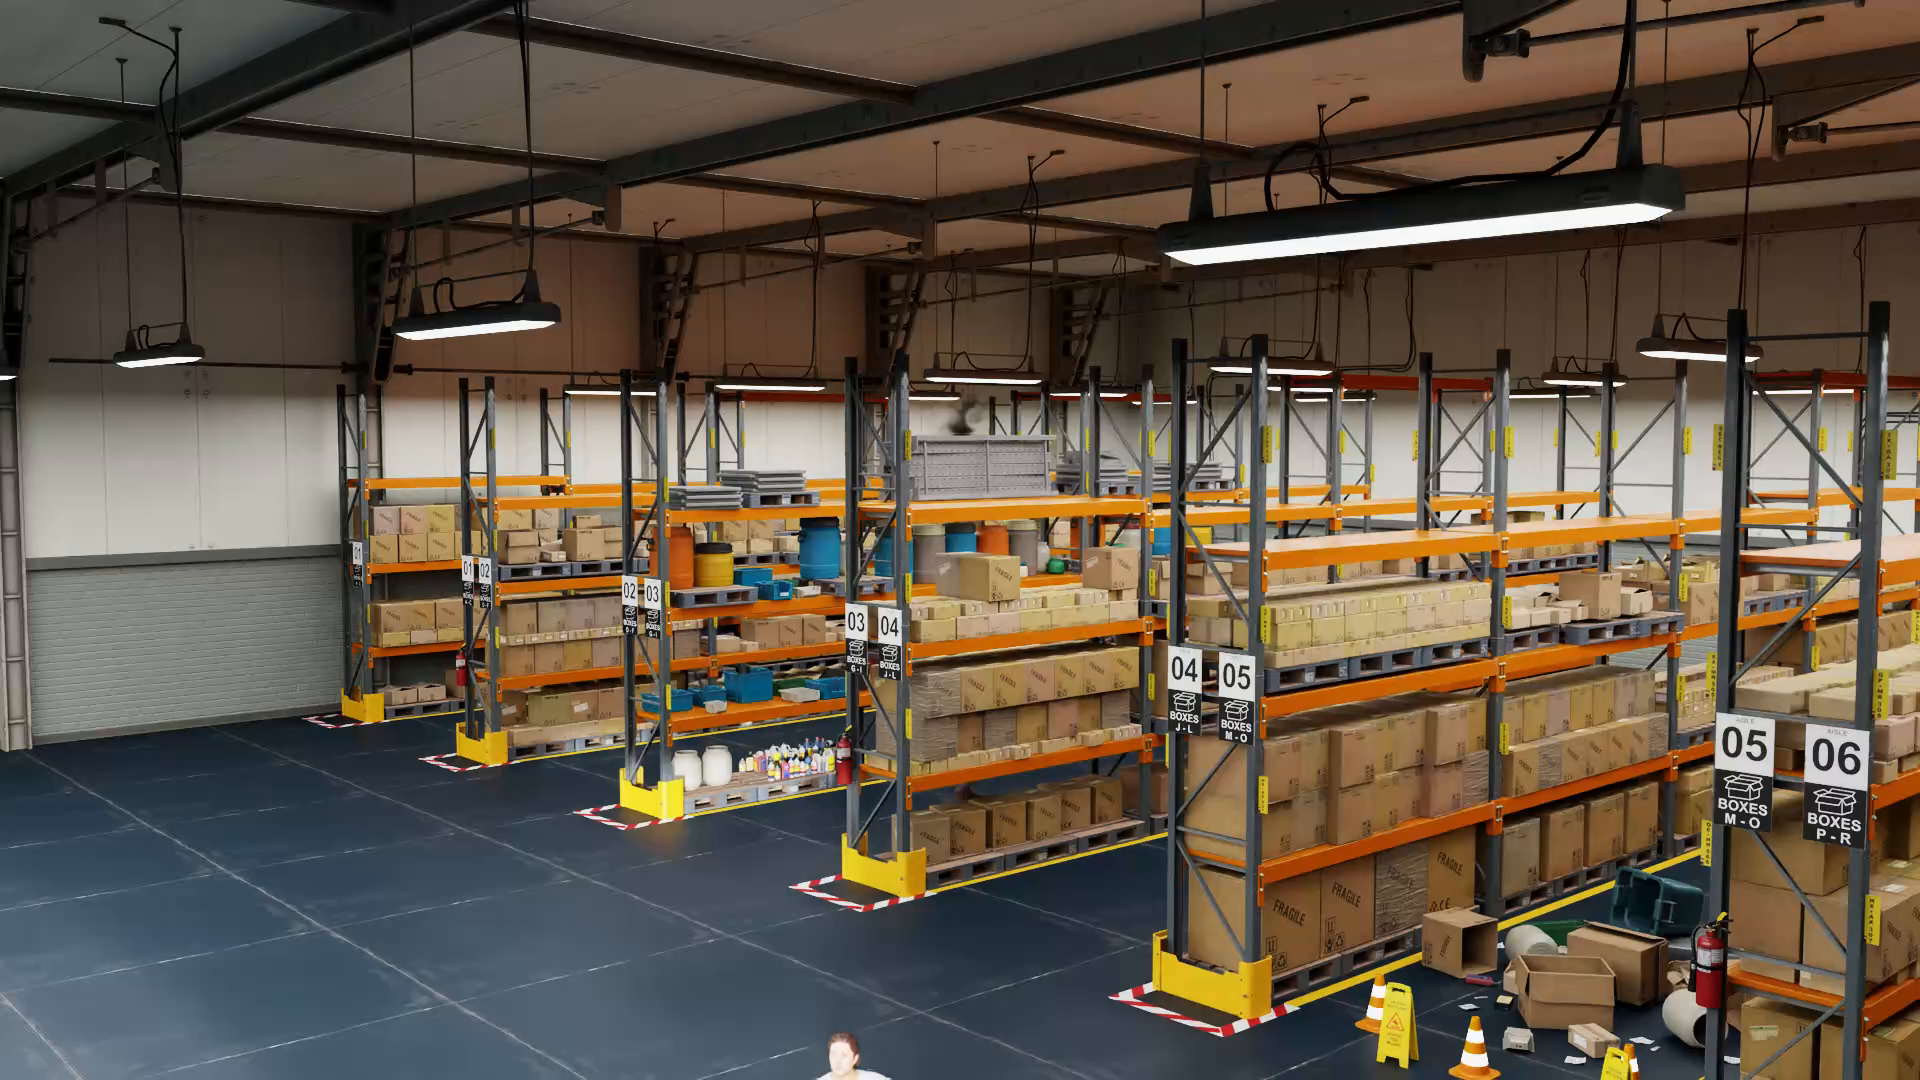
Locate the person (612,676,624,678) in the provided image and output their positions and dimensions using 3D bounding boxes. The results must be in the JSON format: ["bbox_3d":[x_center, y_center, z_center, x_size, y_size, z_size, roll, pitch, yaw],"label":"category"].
[{"bbox_3d":[-6.186,2.332,30.259,0.596,1.649,0.898,3,5,40],"label":"person"}]

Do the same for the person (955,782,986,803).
[{"bbox_3d":[0.100,2.893,21.649,0.662,1.721,0.867,3,5,42],"label":"person"}]

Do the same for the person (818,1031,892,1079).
[{"bbox_3d":[-0.635,3.708,9.818,0.588,1.627,0.686,1,4,8],"label":"person"}]
